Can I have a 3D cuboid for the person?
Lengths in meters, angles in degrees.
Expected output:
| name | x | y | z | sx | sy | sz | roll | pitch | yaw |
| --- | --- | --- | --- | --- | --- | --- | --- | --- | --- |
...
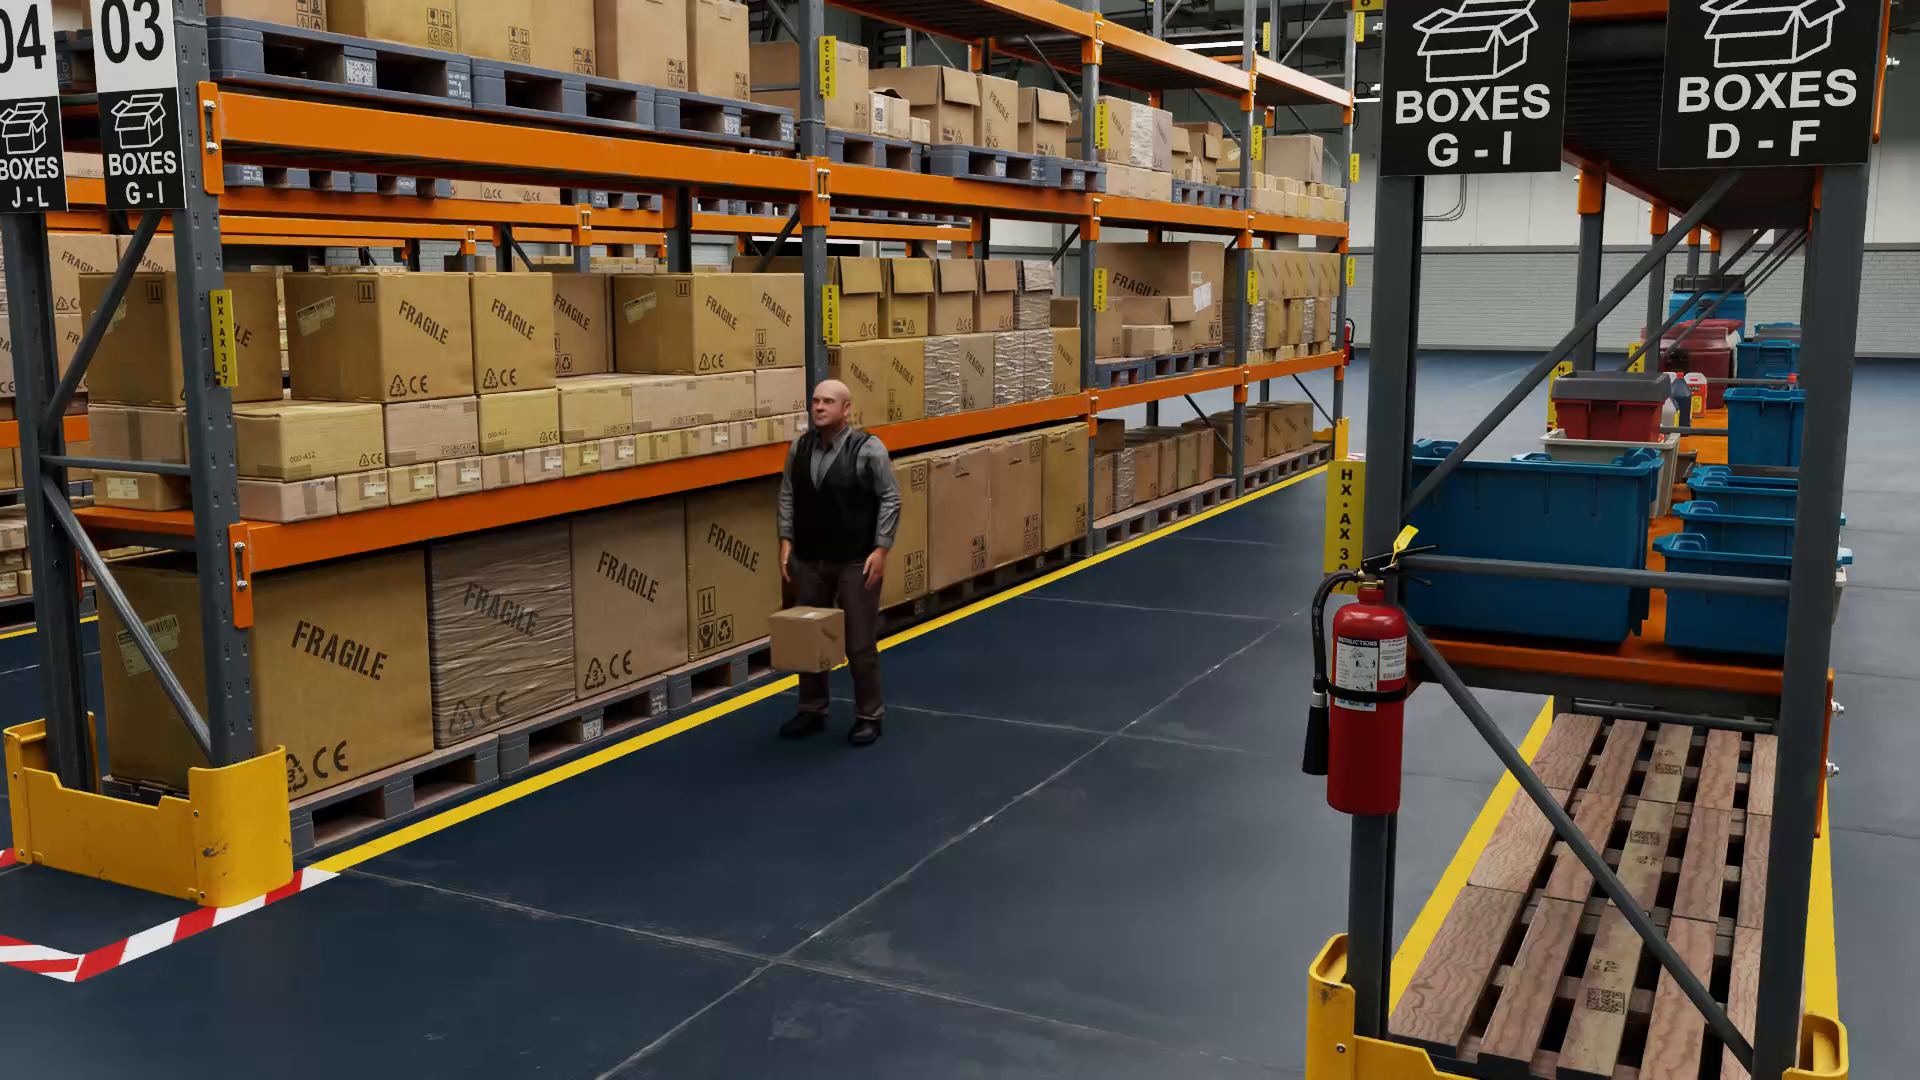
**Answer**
| name | x | y | z | sx | sy | sz | roll | pitch | yaw |
| --- | --- | --- | --- | --- | --- | --- | --- | --- | --- |
| person | -0.577 | 0.103 | 7.811 | 0.637 | 1.715 | 0.424 | 4 | 10 | 26 |
